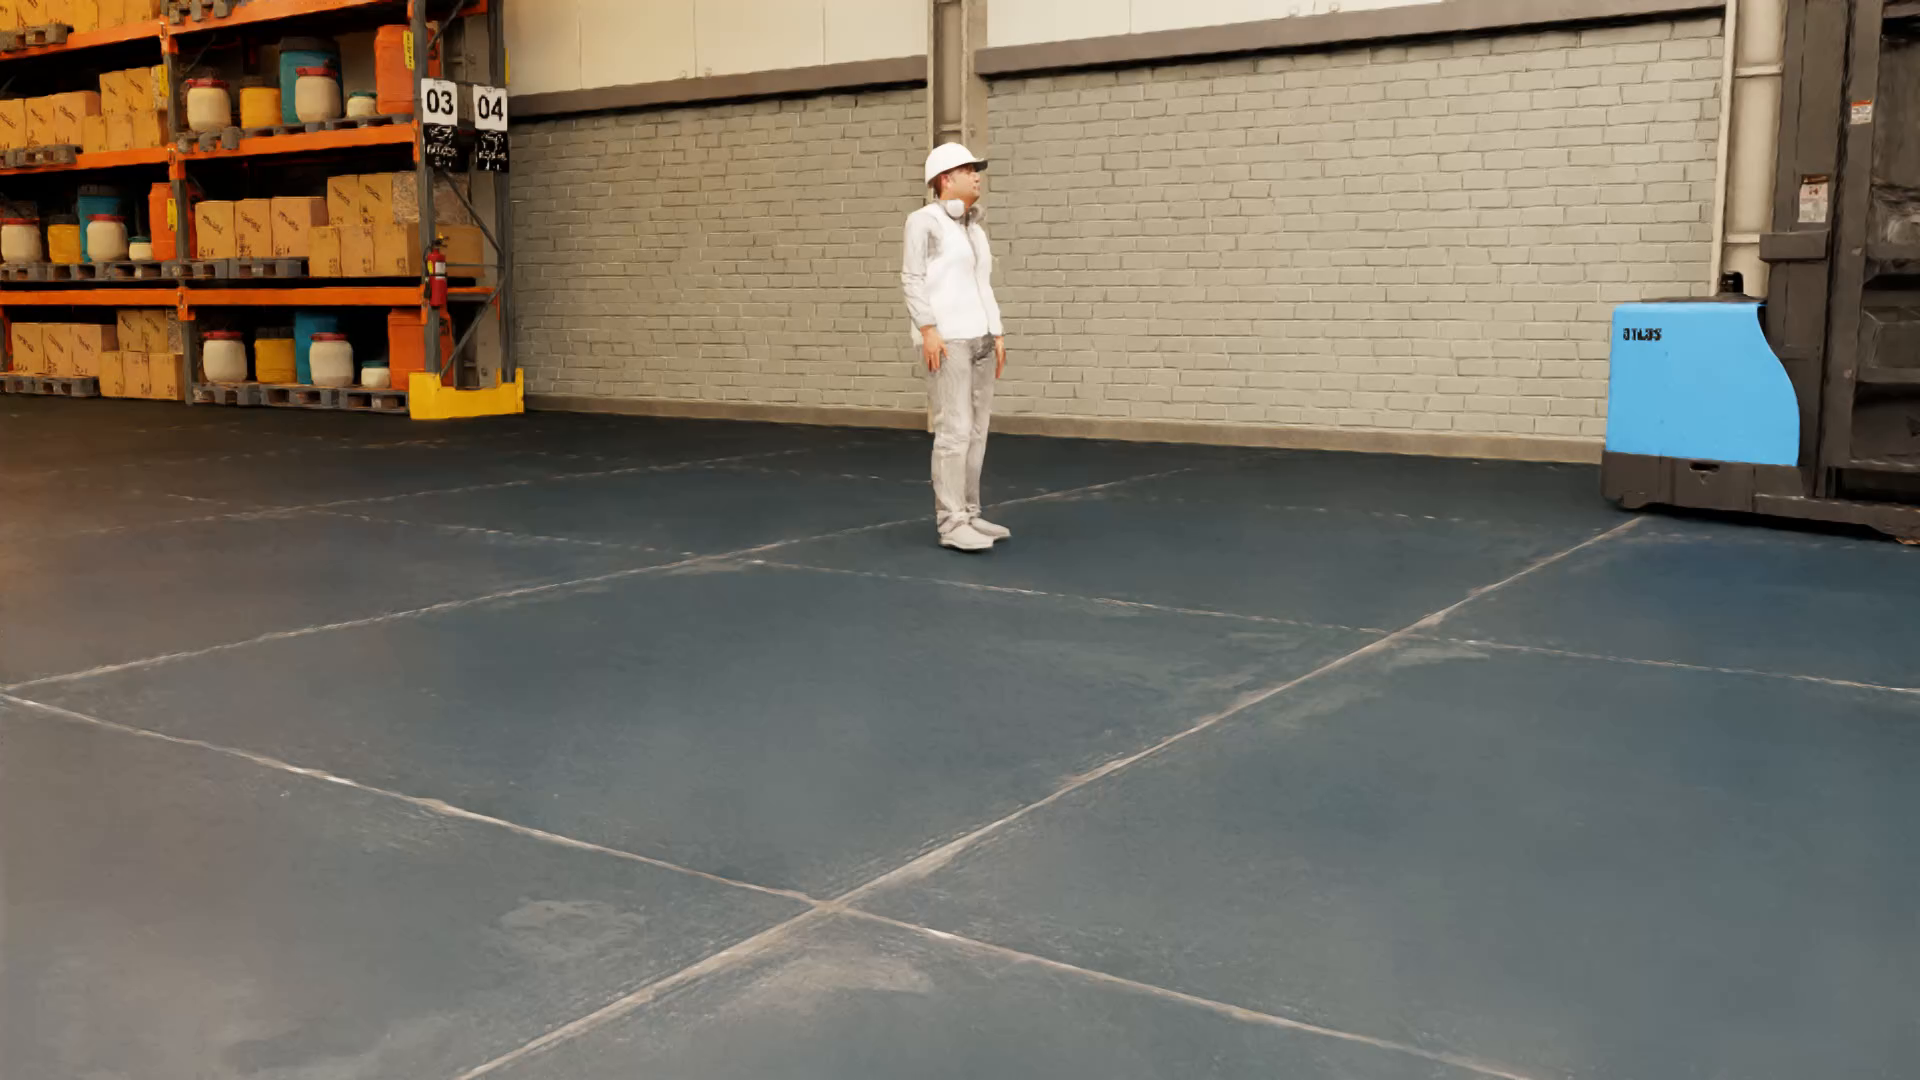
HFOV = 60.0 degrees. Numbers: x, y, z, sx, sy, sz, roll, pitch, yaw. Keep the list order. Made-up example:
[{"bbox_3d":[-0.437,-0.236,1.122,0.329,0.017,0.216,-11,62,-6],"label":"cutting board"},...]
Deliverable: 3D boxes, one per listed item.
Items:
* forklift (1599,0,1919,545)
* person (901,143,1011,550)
[{"bbox_3d":[4.625,-1.483,7.619,1.130,2.935,3.031,-6,10,-36],"label":"forklift"},{"bbox_3d":[0.047,-0.880,7.437,0.567,1.773,0.632,5,10,34],"label":"person"}]
